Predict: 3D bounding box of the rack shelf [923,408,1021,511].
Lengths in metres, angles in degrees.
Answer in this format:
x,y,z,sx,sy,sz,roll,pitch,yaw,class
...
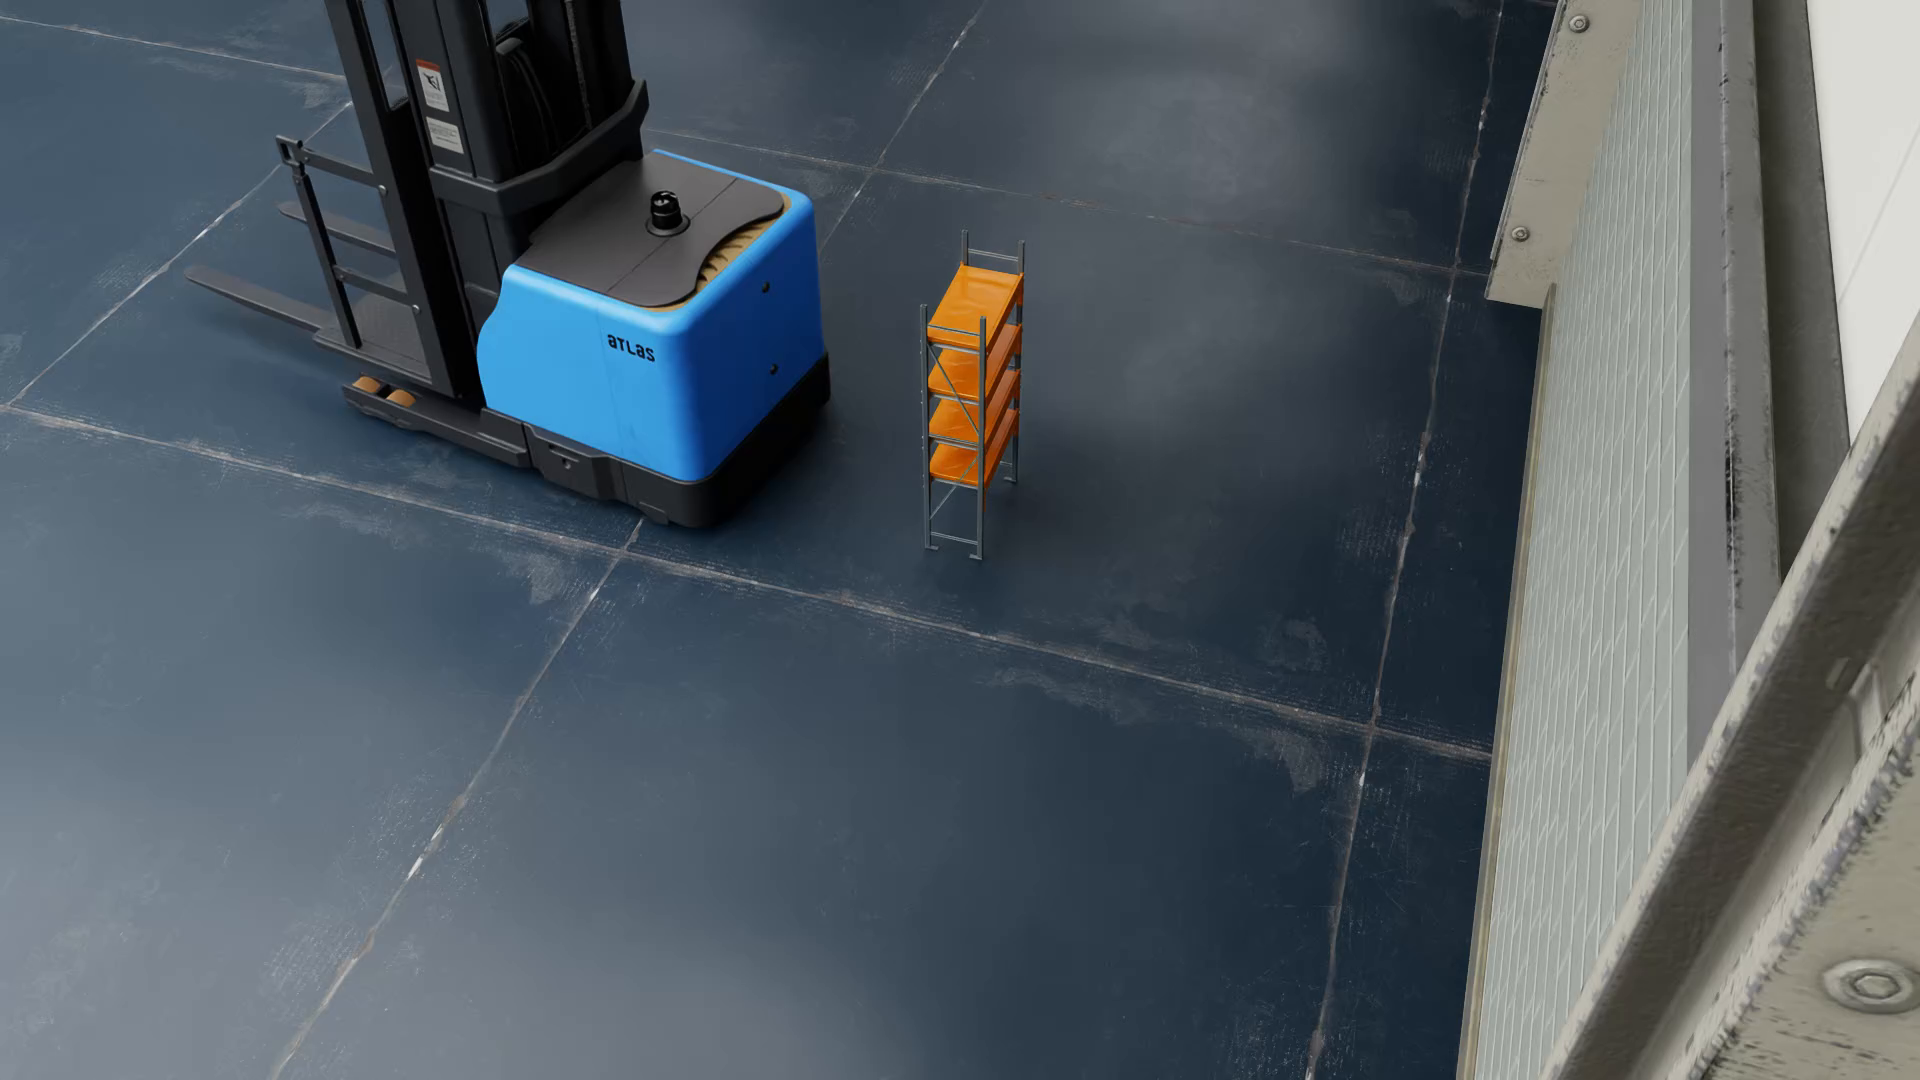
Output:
x,y,z,sx,sy,sz,roll,pitch,yaw,class
0.050,-0.349,6.629,0.258,0.148,0.480,13,46,13,rack shelf

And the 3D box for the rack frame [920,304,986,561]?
x,y,z,sx,sy,sz,roll,pitch,yaw,class
-0.024,-0.377,6.277,0.240,1.200,0.015,13,46,13,rack frame

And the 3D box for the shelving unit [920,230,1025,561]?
x,y,z,sx,sy,sz,roll,pitch,yaw,class
0.050,-0.539,6.443,0.258,1.200,0.503,13,46,13,shelving unit

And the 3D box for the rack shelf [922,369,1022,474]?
x,y,z,sx,sy,sz,roll,pitch,yaw,class
0.050,-0.491,6.490,0.258,0.148,0.480,13,46,13,rack shelf

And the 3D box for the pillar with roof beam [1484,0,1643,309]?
x,y,z,sx,sy,sz,roll,pitch,yaw,class
-1.397,-5.379,5.813,9.100,9.000,0.400,13,46,13,pillar with roof beam

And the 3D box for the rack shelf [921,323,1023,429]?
x,y,z,sx,sy,sz,roll,pitch,yaw,class
0.050,-0.651,6.334,0.258,0.148,0.480,13,46,13,rack shelf

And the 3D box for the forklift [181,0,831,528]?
x,y,z,sx,sy,sz,roll,pitch,yaw,class
-2.113,-1.839,6.533,3.031,2.935,1.130,20,48,20,forklift

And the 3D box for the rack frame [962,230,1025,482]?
x,y,z,sx,sy,sz,roll,pitch,yaw,class
0.124,-0.702,6.609,0.240,1.200,0.015,13,46,13,rack frame

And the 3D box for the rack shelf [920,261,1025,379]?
x,y,z,sx,sy,sz,roll,pitch,yaw,class
0.050,-0.820,6.168,0.258,0.148,0.480,13,46,13,rack shelf
